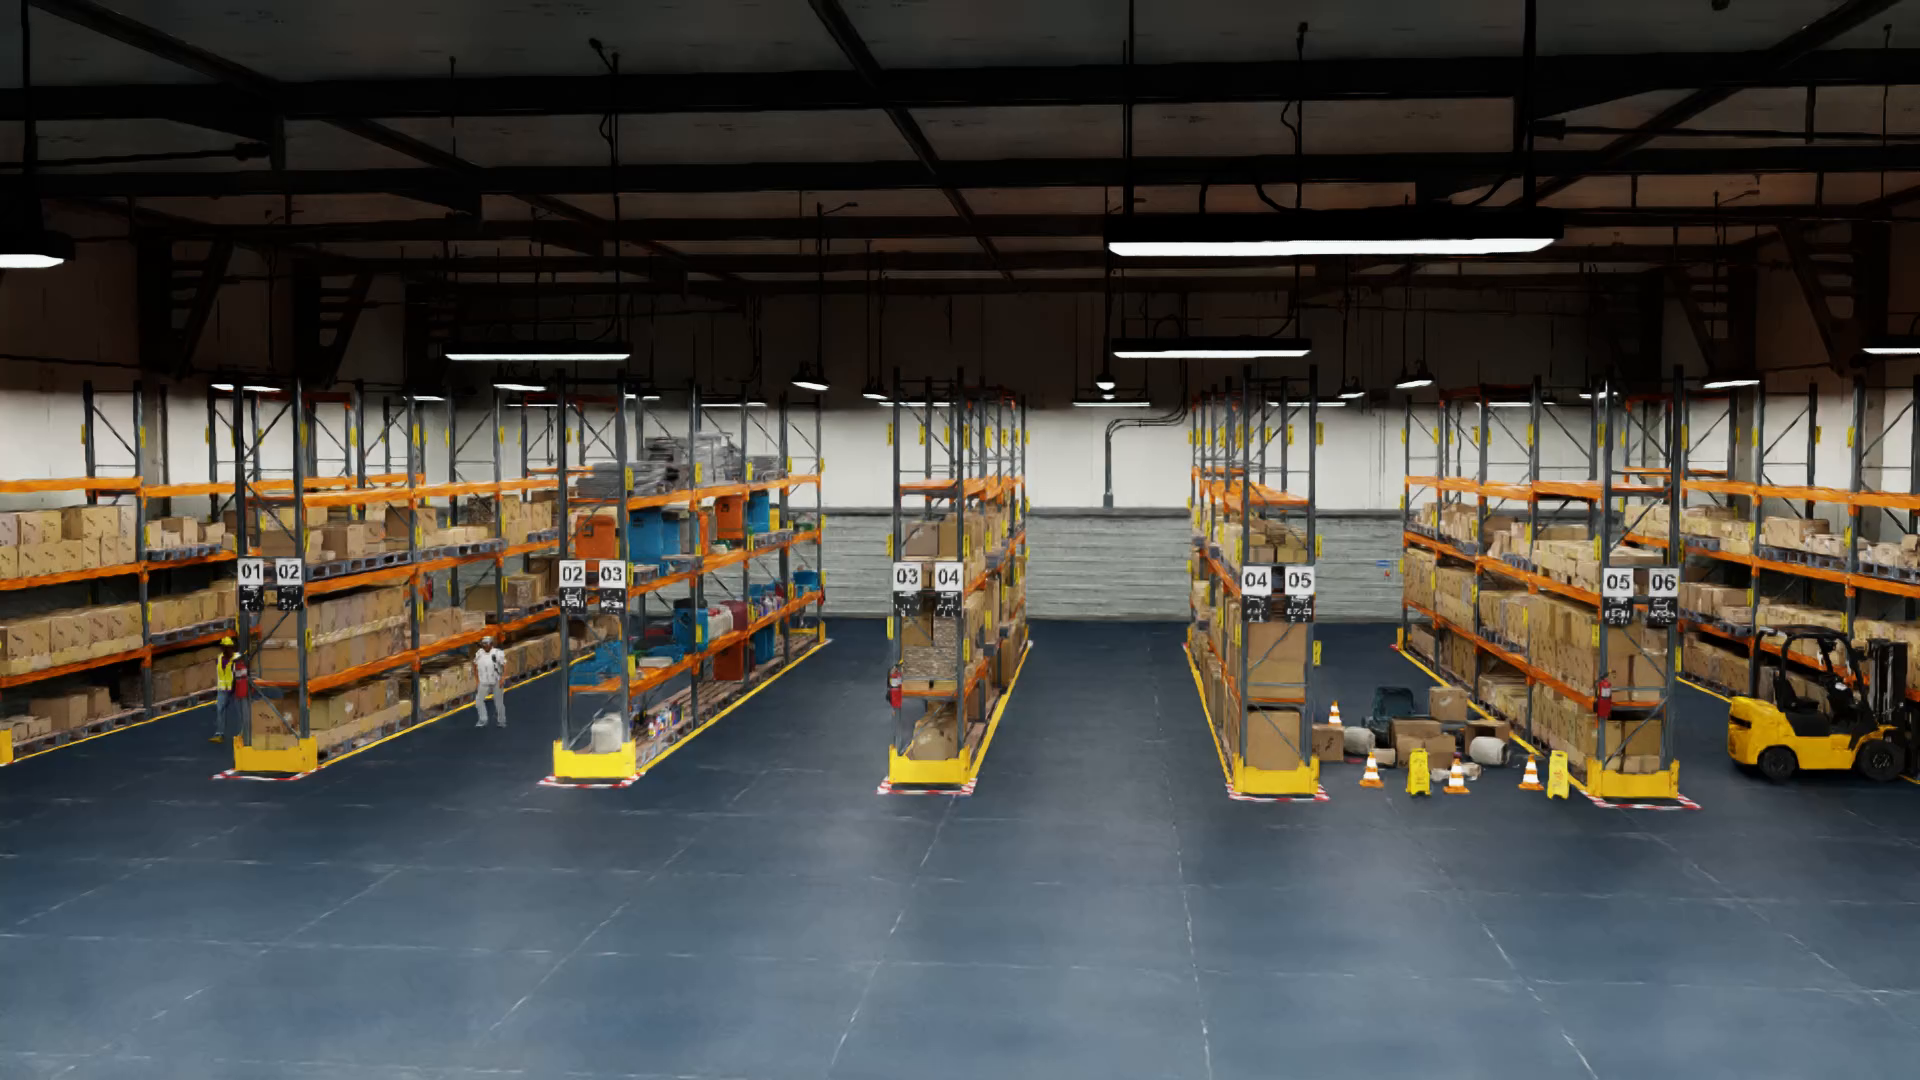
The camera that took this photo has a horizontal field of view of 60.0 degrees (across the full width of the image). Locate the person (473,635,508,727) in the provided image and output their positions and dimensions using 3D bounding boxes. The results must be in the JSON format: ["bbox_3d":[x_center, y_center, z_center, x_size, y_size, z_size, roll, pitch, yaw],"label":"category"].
[{"bbox_3d":[-8.073,2.429,28.595,0.611,1.611,0.582,0,4,4],"label":"person"}]

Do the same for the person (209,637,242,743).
[{"bbox_3d":[-11.993,2.445,27.375,0.589,1.716,1.043,0,4,4],"label":"person"}]

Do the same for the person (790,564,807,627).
[{"bbox_3d":[-4.352,1.461,43.837,0.652,1.651,0.493,-3,5,-38],"label":"person"}]
